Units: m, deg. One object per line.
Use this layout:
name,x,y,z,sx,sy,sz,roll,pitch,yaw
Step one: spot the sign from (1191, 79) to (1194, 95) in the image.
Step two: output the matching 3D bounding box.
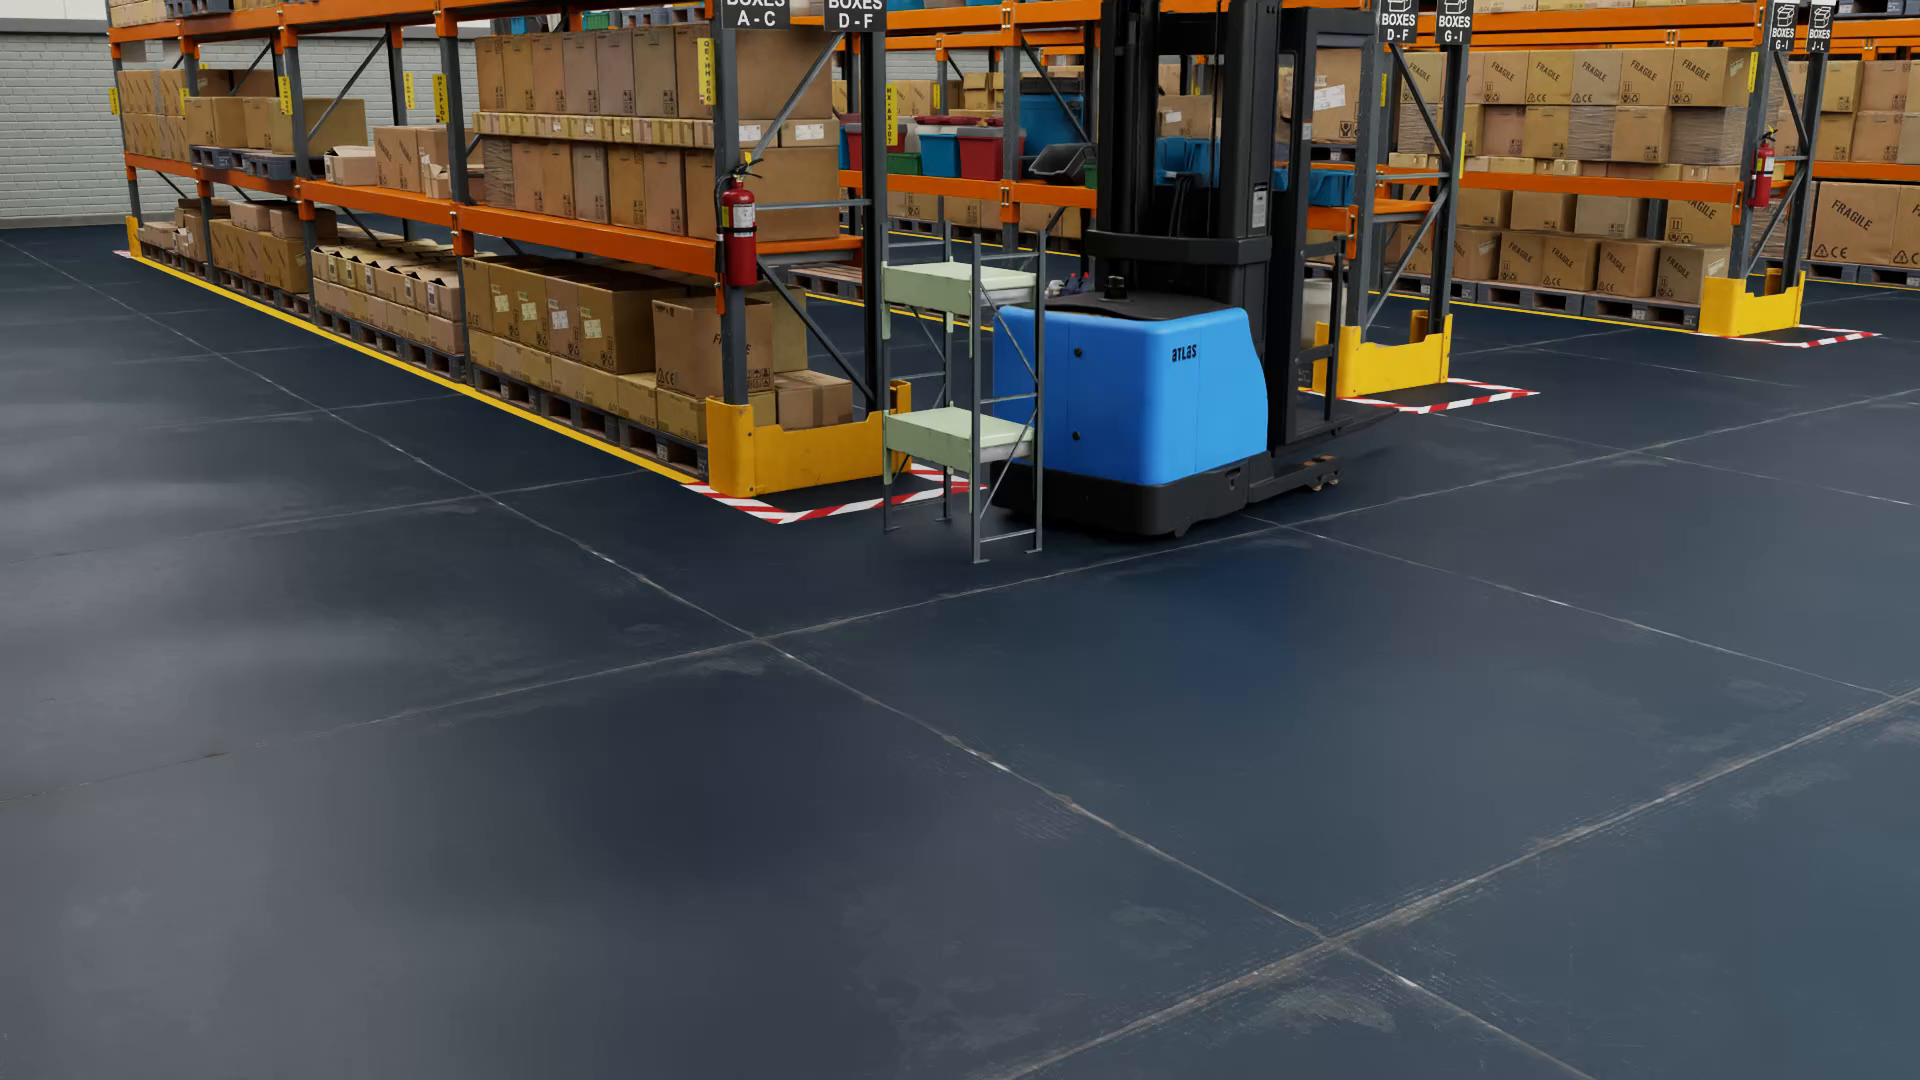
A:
sign,2.905,-5.649,20.991,0.100,0.325,0.005,-11,19,-35

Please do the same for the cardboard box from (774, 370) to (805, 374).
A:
cardboard box,-1.273,-0.929,10.201,0.500,0.250,0.500,-11,19,-35

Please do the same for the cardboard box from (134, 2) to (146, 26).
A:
cardboard box,-9.273,-6.118,19.350,0.500,0.250,0.500,-11,19,-35

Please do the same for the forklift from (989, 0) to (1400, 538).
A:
forklift,1.474,-1.751,8.921,1.130,2.935,3.031,12,20,38

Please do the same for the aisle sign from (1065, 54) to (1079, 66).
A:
aisle sign,2.039,-8.815,29.677,0.394,0.787,0.004,-11,19,-35

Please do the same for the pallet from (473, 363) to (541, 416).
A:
pallet,-2.759,-1.130,11.806,1.003,0.211,1.213,-11,19,-35

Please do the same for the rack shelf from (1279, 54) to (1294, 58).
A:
rack shelf,6.959,-8.962,30.818,1.077,0.370,4.000,-11,19,-35

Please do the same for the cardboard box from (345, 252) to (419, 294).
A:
cardboard box,-4.860,-2.275,14.057,0.500,0.311,0.500,-11,19,-36

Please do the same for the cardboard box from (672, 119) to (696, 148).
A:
cardboard box,-1.374,-2.266,9.256,0.380,0.149,0.250,-10,18,-33

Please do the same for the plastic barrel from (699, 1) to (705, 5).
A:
plastic barrel,-2.760,-6.678,19.367,0.600,0.901,0.708,-11,19,-35

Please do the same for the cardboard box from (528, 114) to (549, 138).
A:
cardboard box,-2.589,-2.707,10.867,0.380,0.149,0.250,-12,19,-36

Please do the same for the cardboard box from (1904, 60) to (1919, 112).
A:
cardboard box,10.662,-4.864,17.836,0.875,0.550,0.550,-11,19,-35

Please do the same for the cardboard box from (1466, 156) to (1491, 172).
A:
cardboard box,5.280,-3.758,16.602,0.380,0.149,0.250,-11,19,-35

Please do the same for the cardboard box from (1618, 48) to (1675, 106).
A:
cardboard box,6.353,-4.193,15.068,0.500,0.500,0.500,-11,19,-35

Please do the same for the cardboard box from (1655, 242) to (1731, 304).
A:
cardboard box,6.821,-2.467,15.348,0.500,0.500,0.500,-7,17,-24

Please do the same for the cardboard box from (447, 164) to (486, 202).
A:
cardboard box,-3.517,-2.678,12.461,0.500,0.250,0.500,-9,18,-31

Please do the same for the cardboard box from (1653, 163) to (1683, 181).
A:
cardboard box,6.505,-3.341,15.076,0.380,0.149,0.250,-11,19,-35

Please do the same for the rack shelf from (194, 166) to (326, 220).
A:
rack shelf,-6.720,-3.586,16.858,1.077,0.370,4.000,-11,19,-35

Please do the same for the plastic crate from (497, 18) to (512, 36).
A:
plastic crate,-6.238,-7.240,23.413,0.497,0.269,0.590,-11,19,-35

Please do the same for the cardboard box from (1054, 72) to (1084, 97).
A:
cardboard box,1.673,-5.873,21.762,0.797,0.503,0.637,-10,18,-33

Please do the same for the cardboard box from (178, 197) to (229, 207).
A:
cardboard box,-9.729,-4.143,21.432,0.500,0.500,0.500,-11,19,-35

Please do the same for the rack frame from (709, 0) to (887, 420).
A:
rack frame,-0.840,-1.797,8.961,1.000,3.000,0.127,-11,19,-35

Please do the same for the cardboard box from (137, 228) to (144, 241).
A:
cardboard box,-10.280,-3.908,21.241,0.380,0.149,0.250,-11,19,-35

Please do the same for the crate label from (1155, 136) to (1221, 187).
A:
crate label,1.868,-2.934,13.045,0.502,0.435,0.616,-11,19,-35

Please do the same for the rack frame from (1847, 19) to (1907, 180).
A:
rack frame,12.839,-5.727,23.317,1.000,3.000,0.127,-11,19,-35

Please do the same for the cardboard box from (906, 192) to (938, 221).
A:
cardboard box,-0.204,-5.228,24.724,0.875,0.875,0.875,-11,19,-35

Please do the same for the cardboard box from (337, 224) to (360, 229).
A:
cardboard box,-6.495,-2.983,17.196,0.500,0.500,0.500,-12,19,-36

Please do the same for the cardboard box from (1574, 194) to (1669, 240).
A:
cardboard box,8.457,-4.173,21.106,1.050,0.750,0.750,-11,19,-35

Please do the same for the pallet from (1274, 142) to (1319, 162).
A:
pallet,3.668,-4.534,19.322,1.003,0.211,1.213,-11,19,-35

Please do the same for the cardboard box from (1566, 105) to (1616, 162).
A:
cardboard box,6.224,-3.849,15.705,0.875,0.500,0.500,-11,19,-35

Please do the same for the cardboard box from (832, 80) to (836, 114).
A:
cardboard box,-1.875,-6.933,26.023,0.500,0.500,0.500,-11,19,-36

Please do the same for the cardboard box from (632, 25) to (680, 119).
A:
cardboard box,-1.449,-2.696,9.597,0.700,0.500,0.500,-11,19,-36

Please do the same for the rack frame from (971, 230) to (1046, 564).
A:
rack frame,0.219,-0.644,7.587,0.400,1.500,0.023,-11,19,-35

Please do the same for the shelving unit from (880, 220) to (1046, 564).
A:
shelving unit,0.004,-0.722,7.873,0.431,1.500,0.755,-11,19,-35

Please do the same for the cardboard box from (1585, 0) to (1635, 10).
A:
cardboard box,6.096,-4.989,15.225,0.500,0.250,0.500,-10,18,-33

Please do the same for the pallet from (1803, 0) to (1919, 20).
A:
pallet,10.080,-5.904,18.452,1.003,0.211,1.213,-11,19,-35

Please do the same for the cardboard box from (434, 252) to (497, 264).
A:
cardboard box,-4.139,-2.253,13.978,0.500,0.311,0.500,-10,18,-33

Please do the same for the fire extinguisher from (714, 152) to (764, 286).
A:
fire extinguisher,-1.147,-1.663,8.616,0.296,0.674,0.183,-11,19,-35

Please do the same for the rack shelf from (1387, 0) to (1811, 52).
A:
rack shelf,5.999,-4.861,15.836,1.077,0.370,4.000,-11,19,-35

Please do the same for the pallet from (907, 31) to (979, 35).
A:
pallet,-0.353,-7.477,24.199,1.003,0.211,1.213,-11,19,-35

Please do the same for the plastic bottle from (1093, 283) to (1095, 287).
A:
plastic bottle,1.139,-2.067,14.281,0.097,0.271,0.097,0,15,0

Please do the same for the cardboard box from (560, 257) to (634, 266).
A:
cardboard box,-2.458,-1.716,11.656,0.500,0.500,0.500,-11,19,-35

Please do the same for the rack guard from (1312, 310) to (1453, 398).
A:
rack guard,3.086,-1.369,12.130,1.175,0.500,0.348,-11,19,-35

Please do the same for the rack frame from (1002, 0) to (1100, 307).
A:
rack frame,0.817,-3.420,14.888,1.000,3.000,0.127,-11,19,-35

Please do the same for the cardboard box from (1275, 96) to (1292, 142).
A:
cardboard box,3.729,-4.797,18.928,0.797,0.503,0.637,-9,18,-29

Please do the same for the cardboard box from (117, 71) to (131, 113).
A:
cardboard box,-10.200,-5.609,20.803,0.500,0.500,0.500,-10,18,-33

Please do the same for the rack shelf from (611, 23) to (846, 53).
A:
rack shelf,-2.711,-5.801,19.268,1.077,0.370,4.000,-11,19,-35

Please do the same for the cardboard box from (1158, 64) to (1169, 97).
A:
cardboard box,3.387,-7.487,27.102,0.500,0.500,0.500,-12,19,-36

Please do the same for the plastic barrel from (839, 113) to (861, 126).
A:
plastic barrel,-1.017,-4.287,17.801,0.600,0.536,0.708,-11,19,-35

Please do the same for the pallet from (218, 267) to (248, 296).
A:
pallet,-7.387,-2.847,18.079,1.003,0.211,1.213,-11,19,-35

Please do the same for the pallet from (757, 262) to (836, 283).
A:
pallet,-2.033,-3.091,18.969,1.003,0.211,1.213,-11,19,-35

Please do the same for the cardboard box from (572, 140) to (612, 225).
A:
cardboard box,-2.017,-2.277,10.526,0.700,0.500,0.500,-10,18,-33

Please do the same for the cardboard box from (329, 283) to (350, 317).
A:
cardboard box,-5.177,-2.117,14.544,0.500,0.250,0.500,-12,19,-36

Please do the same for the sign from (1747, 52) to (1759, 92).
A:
sign,6.714,-3.963,14.083,0.100,0.325,0.005,-11,19,-35
